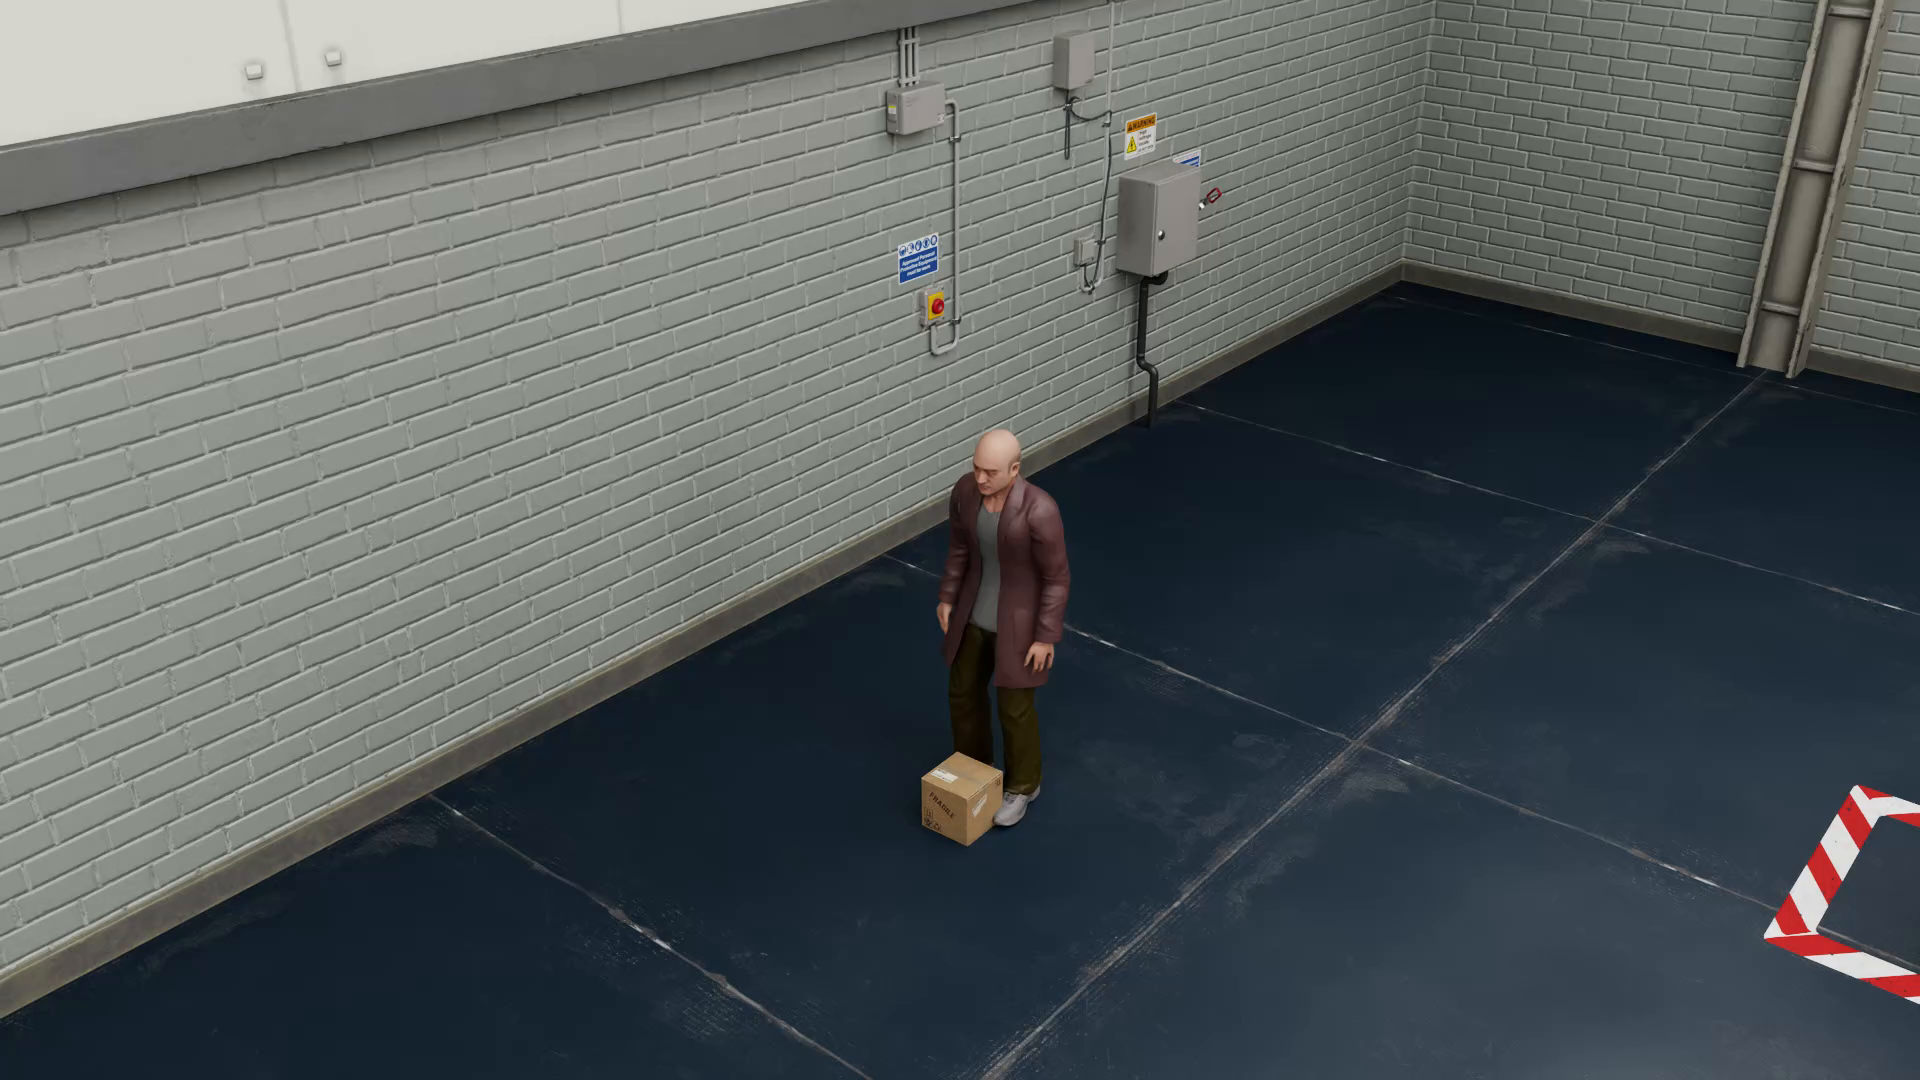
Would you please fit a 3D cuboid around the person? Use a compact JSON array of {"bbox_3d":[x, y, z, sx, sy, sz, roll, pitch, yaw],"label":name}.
[{"bbox_3d":[0.160,0.340,6.967,0.642,1.773,0.428,21,33,35],"label":"person"}]
